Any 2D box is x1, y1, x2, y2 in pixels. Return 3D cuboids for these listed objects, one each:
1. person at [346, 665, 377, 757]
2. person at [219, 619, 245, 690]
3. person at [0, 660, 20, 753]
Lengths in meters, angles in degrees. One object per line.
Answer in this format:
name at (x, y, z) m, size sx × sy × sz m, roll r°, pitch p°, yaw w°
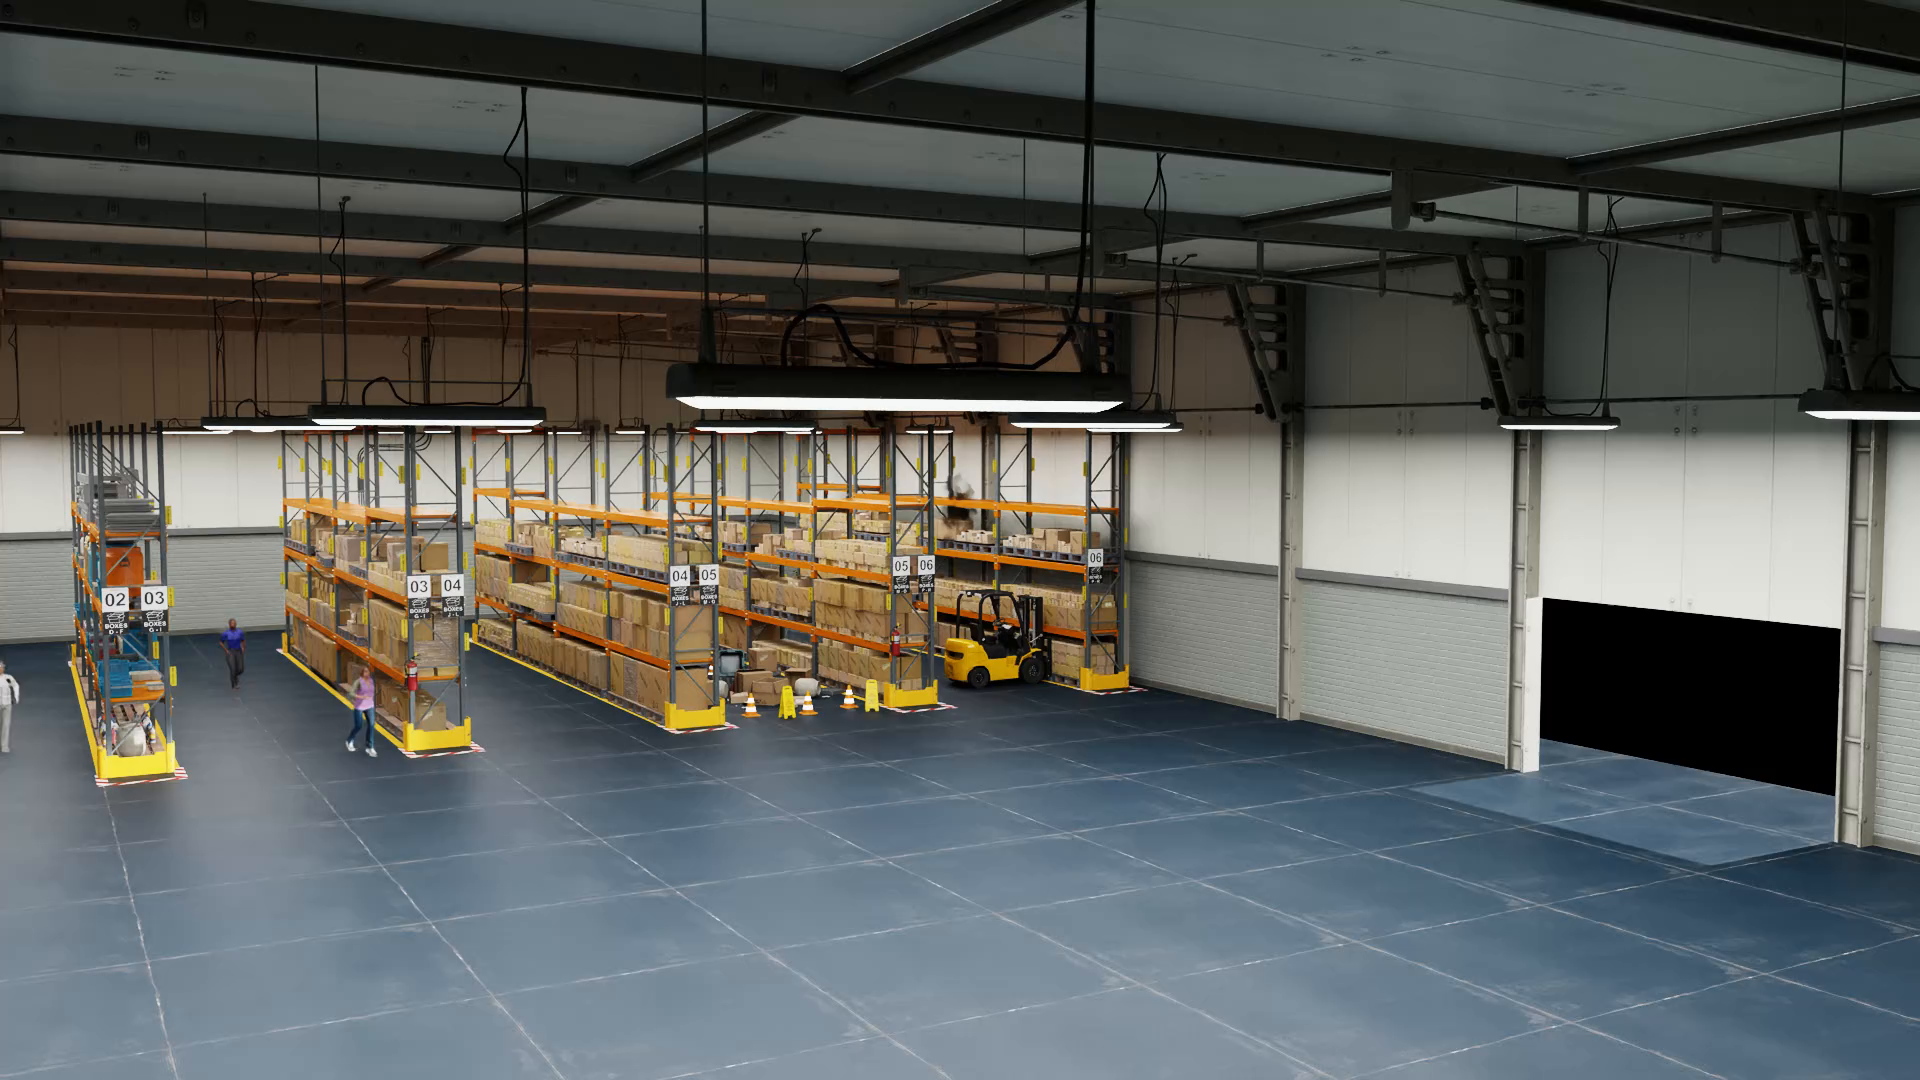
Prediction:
person at (-10.790, 3.073, 30.027) m, size 0.779 × 1.611 × 0.545 m, roll 3°, pitch 5°, yaw 39°
person at (-16.503, 2.586, 37.748) m, size 0.562 × 1.609 × 0.581 m, roll -3°, pitch 4°, yaw -38°
person at (-17.452, 3.011, 30.292) m, size 0.630 × 1.656 × 0.949 m, roll -3°, pitch 4°, yaw -37°
